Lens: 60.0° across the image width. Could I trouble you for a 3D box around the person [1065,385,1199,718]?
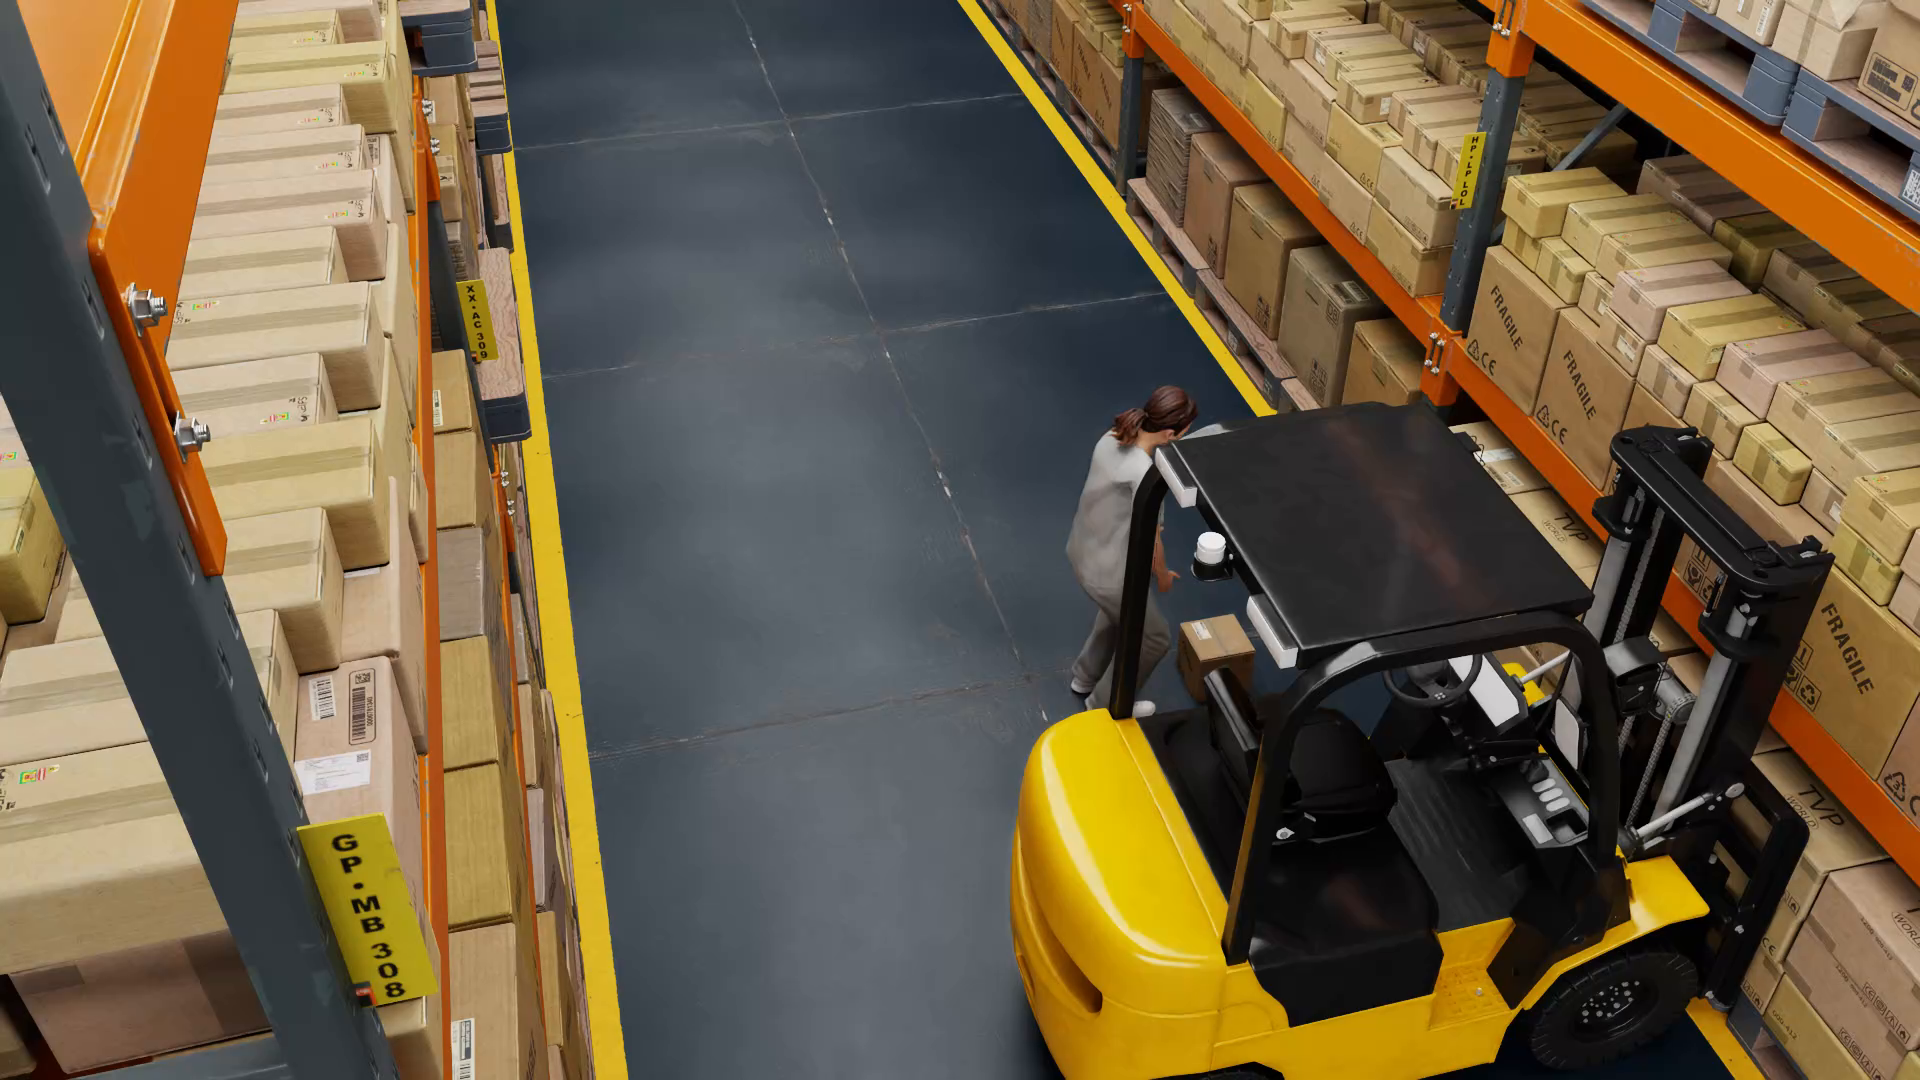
[{"bbox_3d":[0.672,0.062,6.741,0.489,1.556,0.478,-9,39,-11],"label":"person"}]
